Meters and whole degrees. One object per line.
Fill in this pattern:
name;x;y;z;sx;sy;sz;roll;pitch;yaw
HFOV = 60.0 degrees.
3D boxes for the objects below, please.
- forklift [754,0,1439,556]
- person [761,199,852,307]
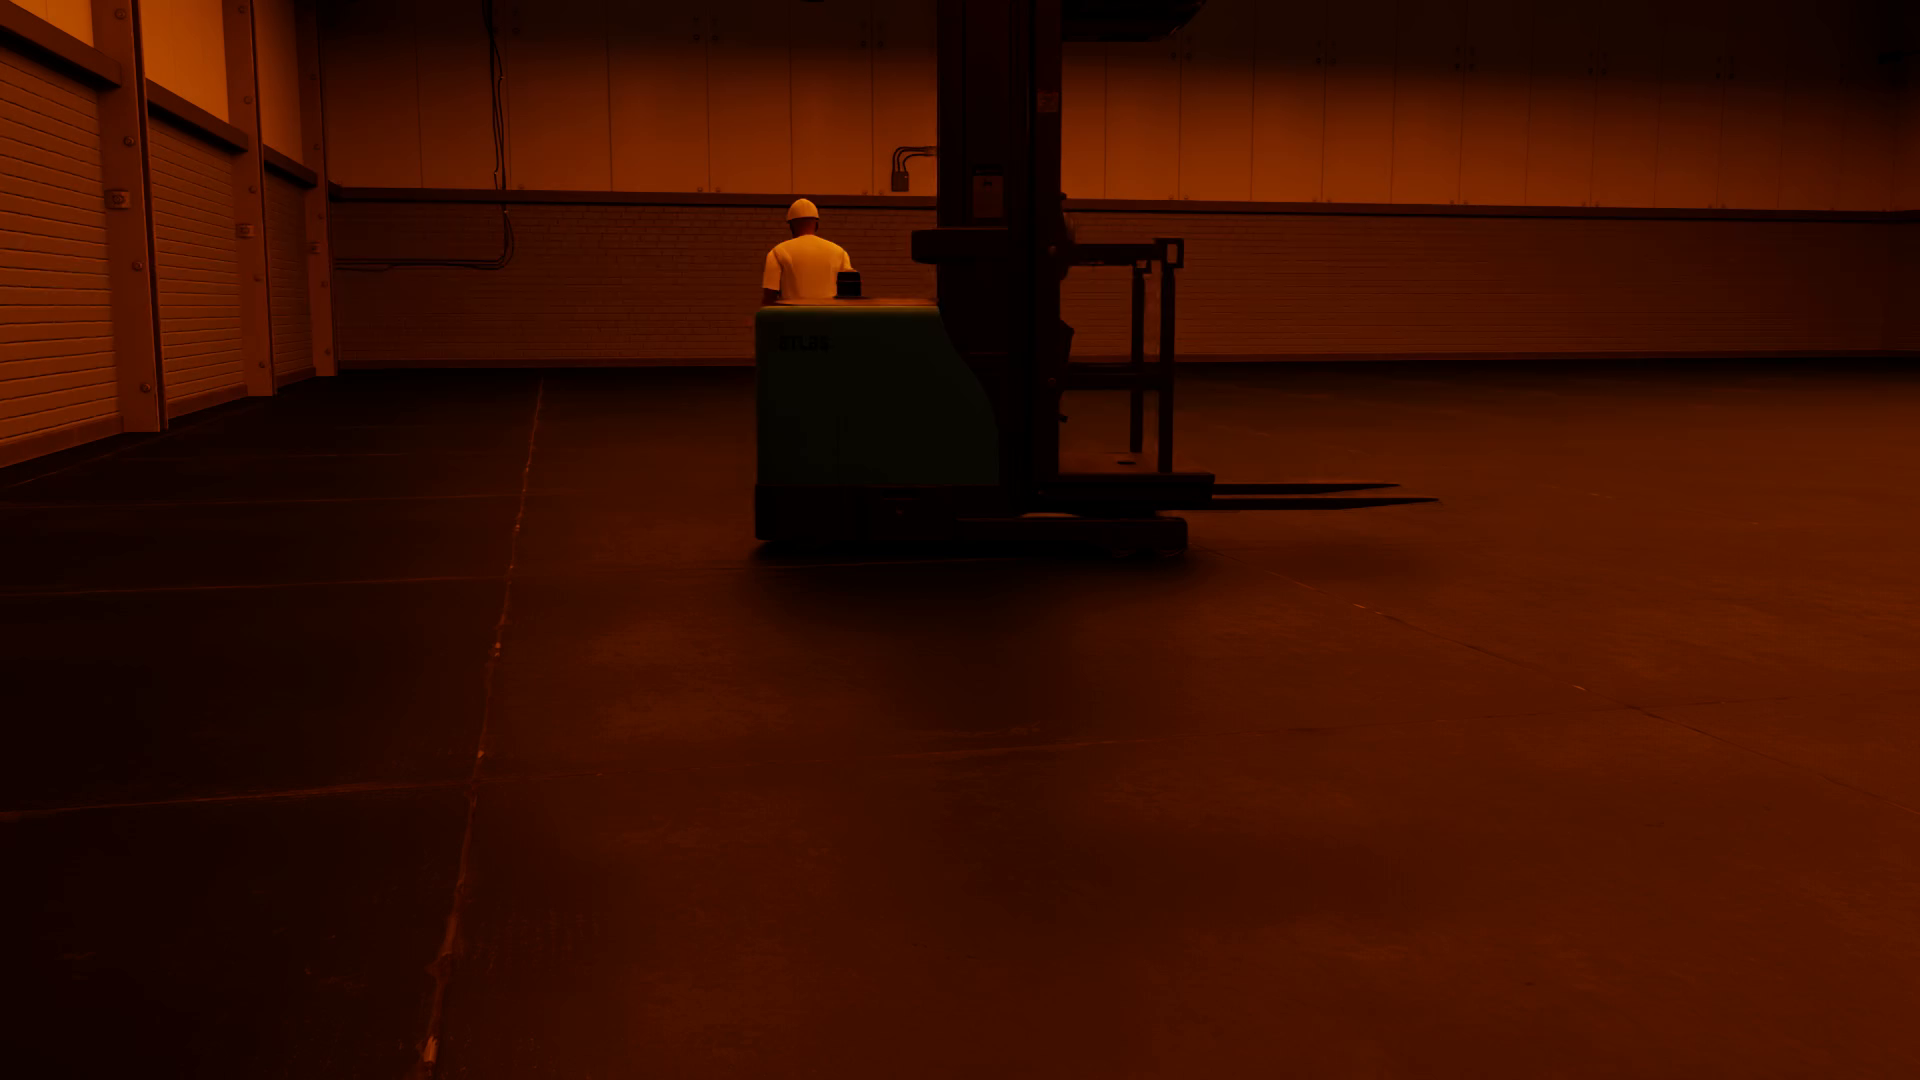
forklift;0.610;-1.454;7.521;3.031;2.935;1.130;0;8;-1
person;-0.978;-1.308;10.734;0.634;1.762;0.442;-2;8;-16
